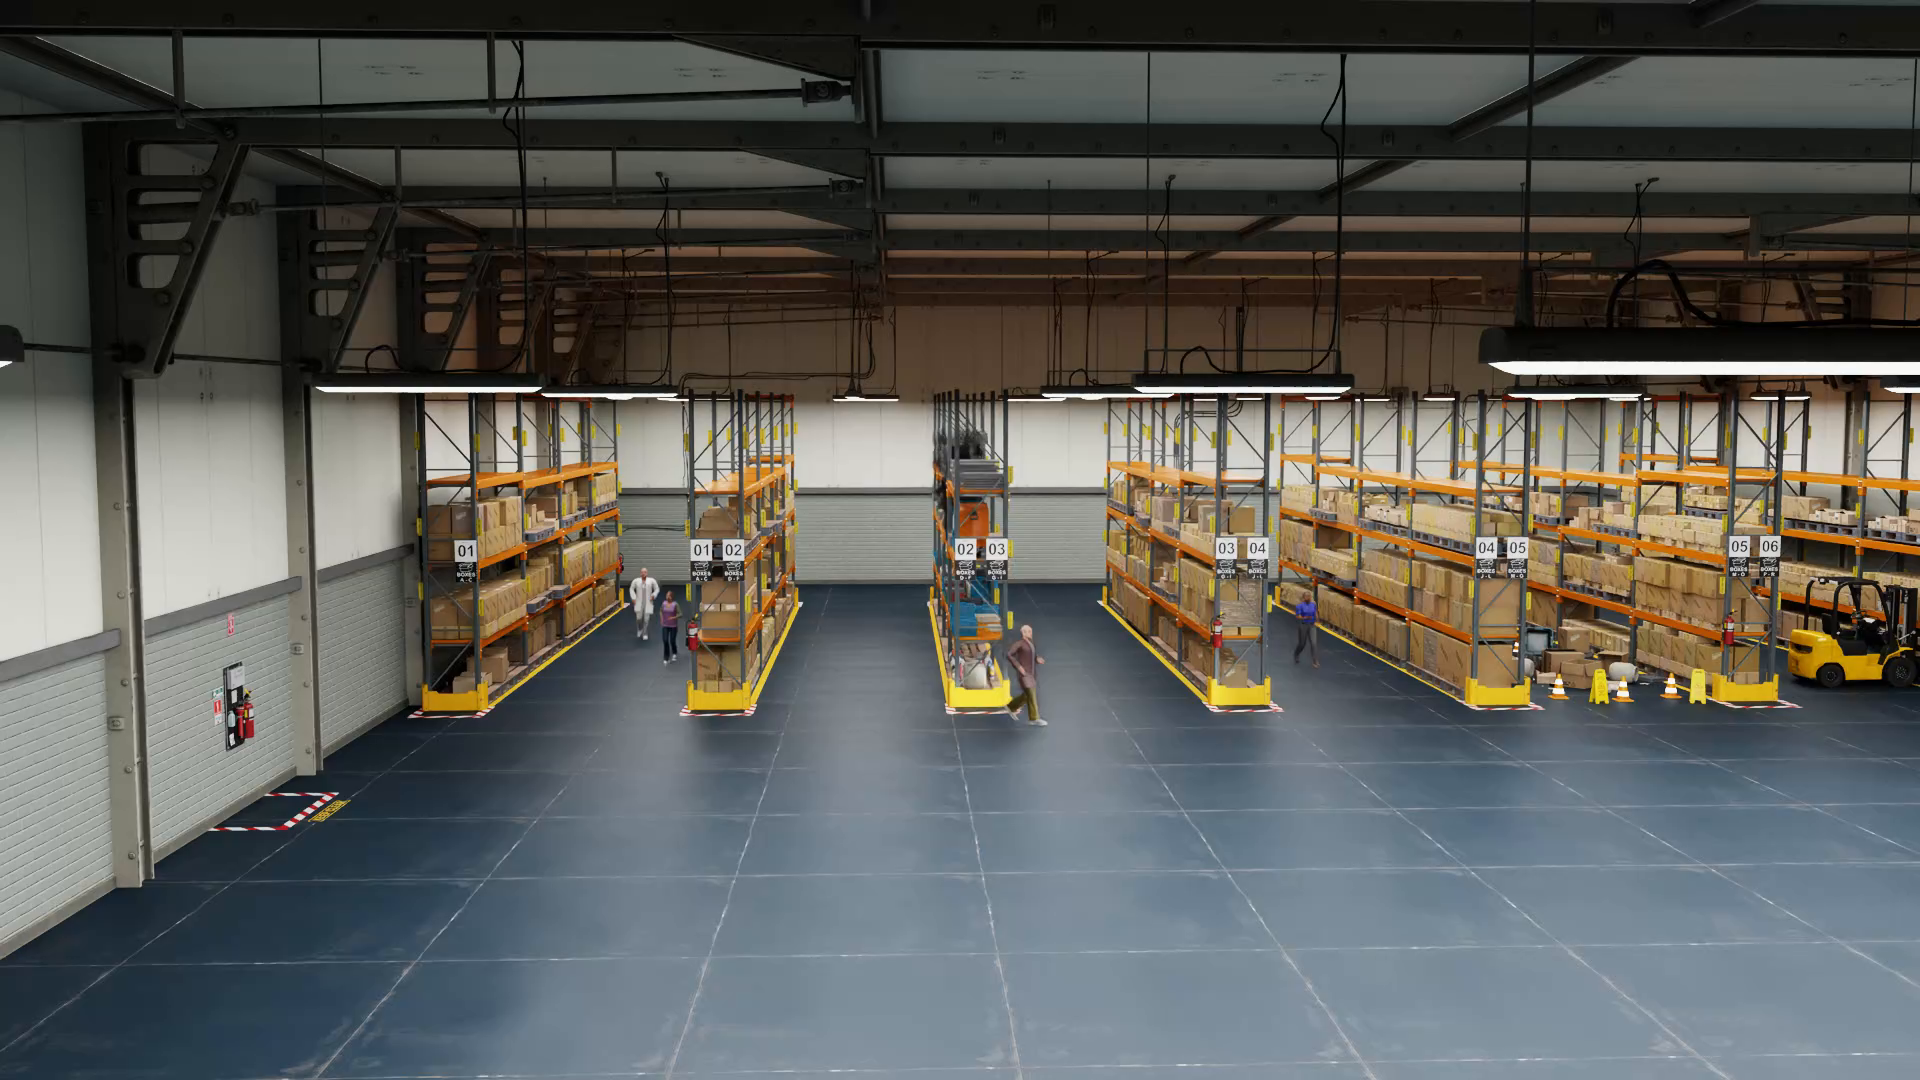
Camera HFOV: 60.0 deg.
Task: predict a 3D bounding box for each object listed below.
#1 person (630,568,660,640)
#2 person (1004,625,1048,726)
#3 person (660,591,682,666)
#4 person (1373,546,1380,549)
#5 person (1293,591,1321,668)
[{"bbox_3d":[-7.670,1.555,40.450,0.722,1.746,0.628,-1,5,-9],"label":"person"},{"bbox_3d":[1.178,2.400,29.694,0.930,1.765,0.722,3,5,30],"label":"person"},{"bbox_3d":[-6.380,1.947,36.693,0.546,1.654,0.656,0,5,5],"label":"person"},{"bbox_3d":[11.590,1.074,46.284,0.643,1.798,0.746,0,5,-4],"label":"person"},{"bbox_3d":[7.572,1.924,36.156,0.589,1.613,1.034,-1,5,-10],"label":"person"}]
